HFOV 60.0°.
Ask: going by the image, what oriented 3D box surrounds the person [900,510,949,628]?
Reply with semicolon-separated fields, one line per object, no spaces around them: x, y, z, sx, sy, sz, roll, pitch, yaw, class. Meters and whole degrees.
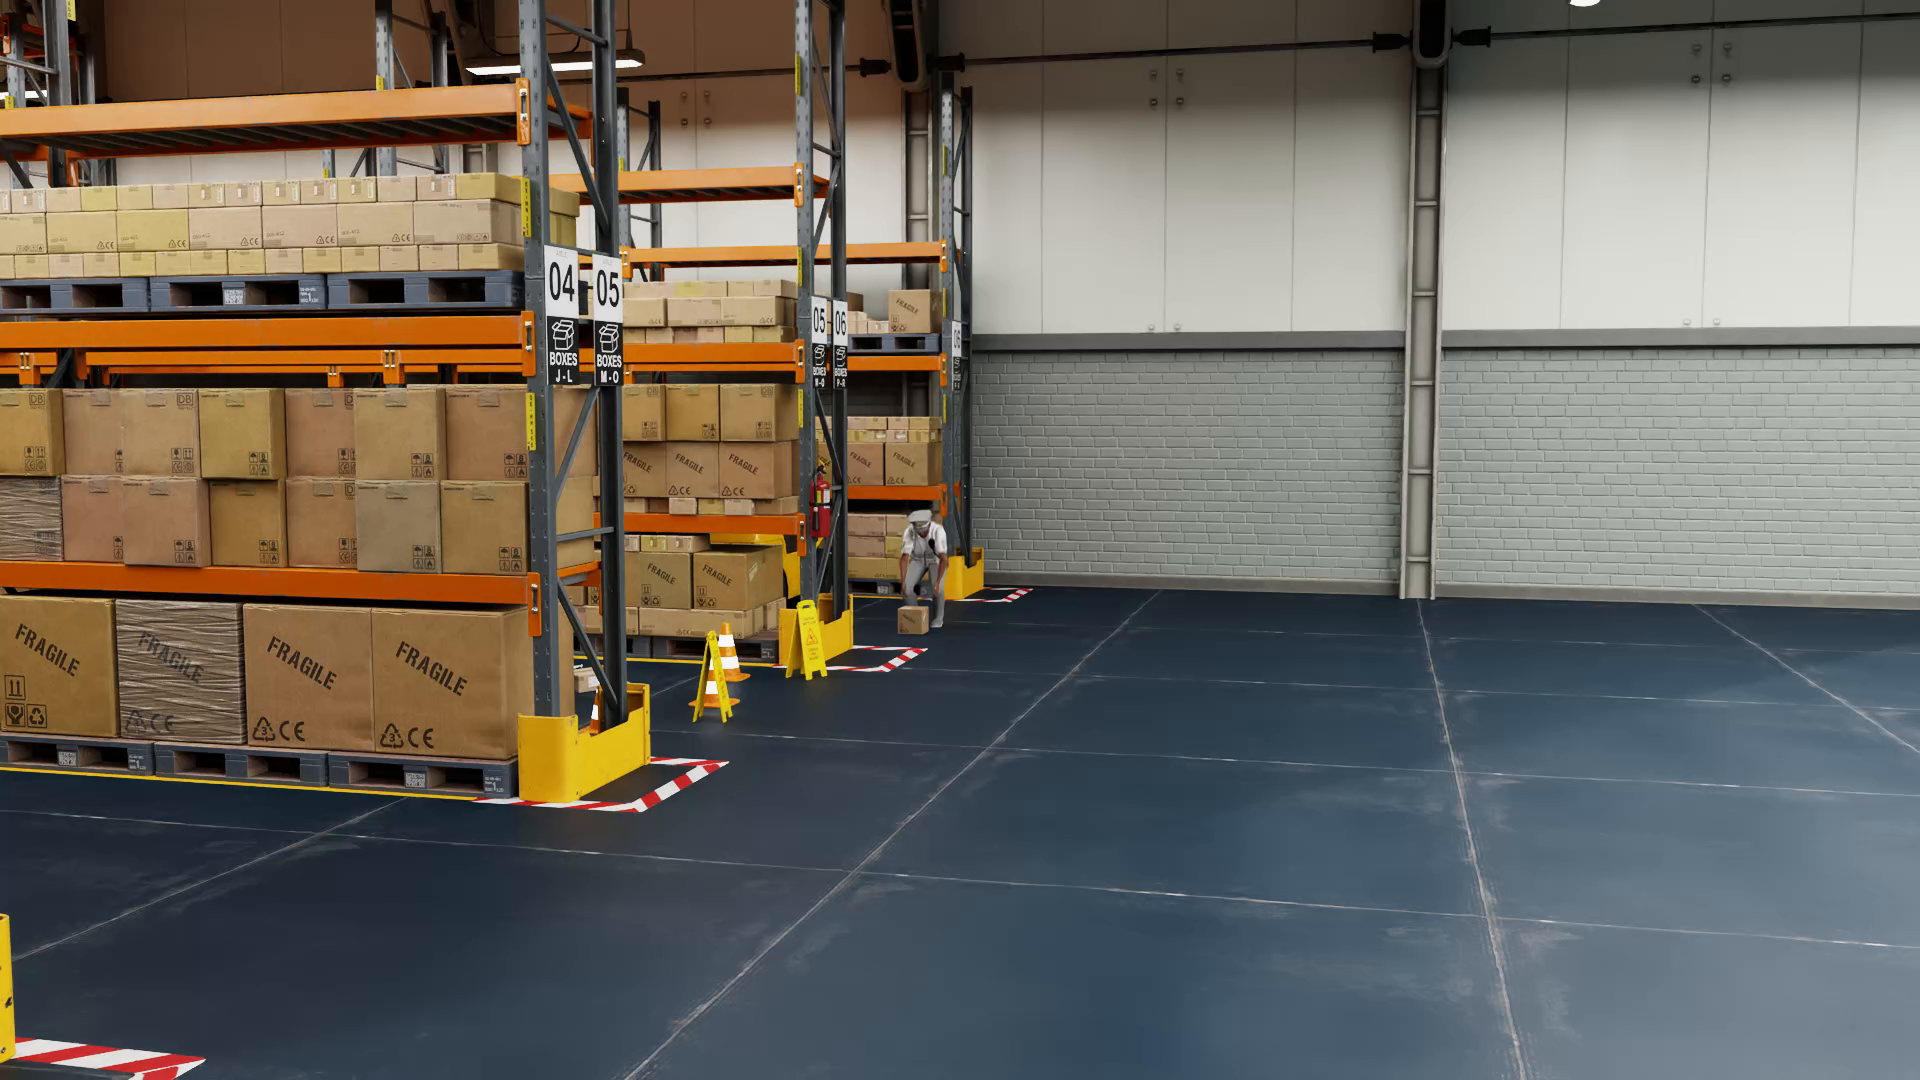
-0.342;0.302;16.858;0.501;1.187;0.792;1;5;14;person
